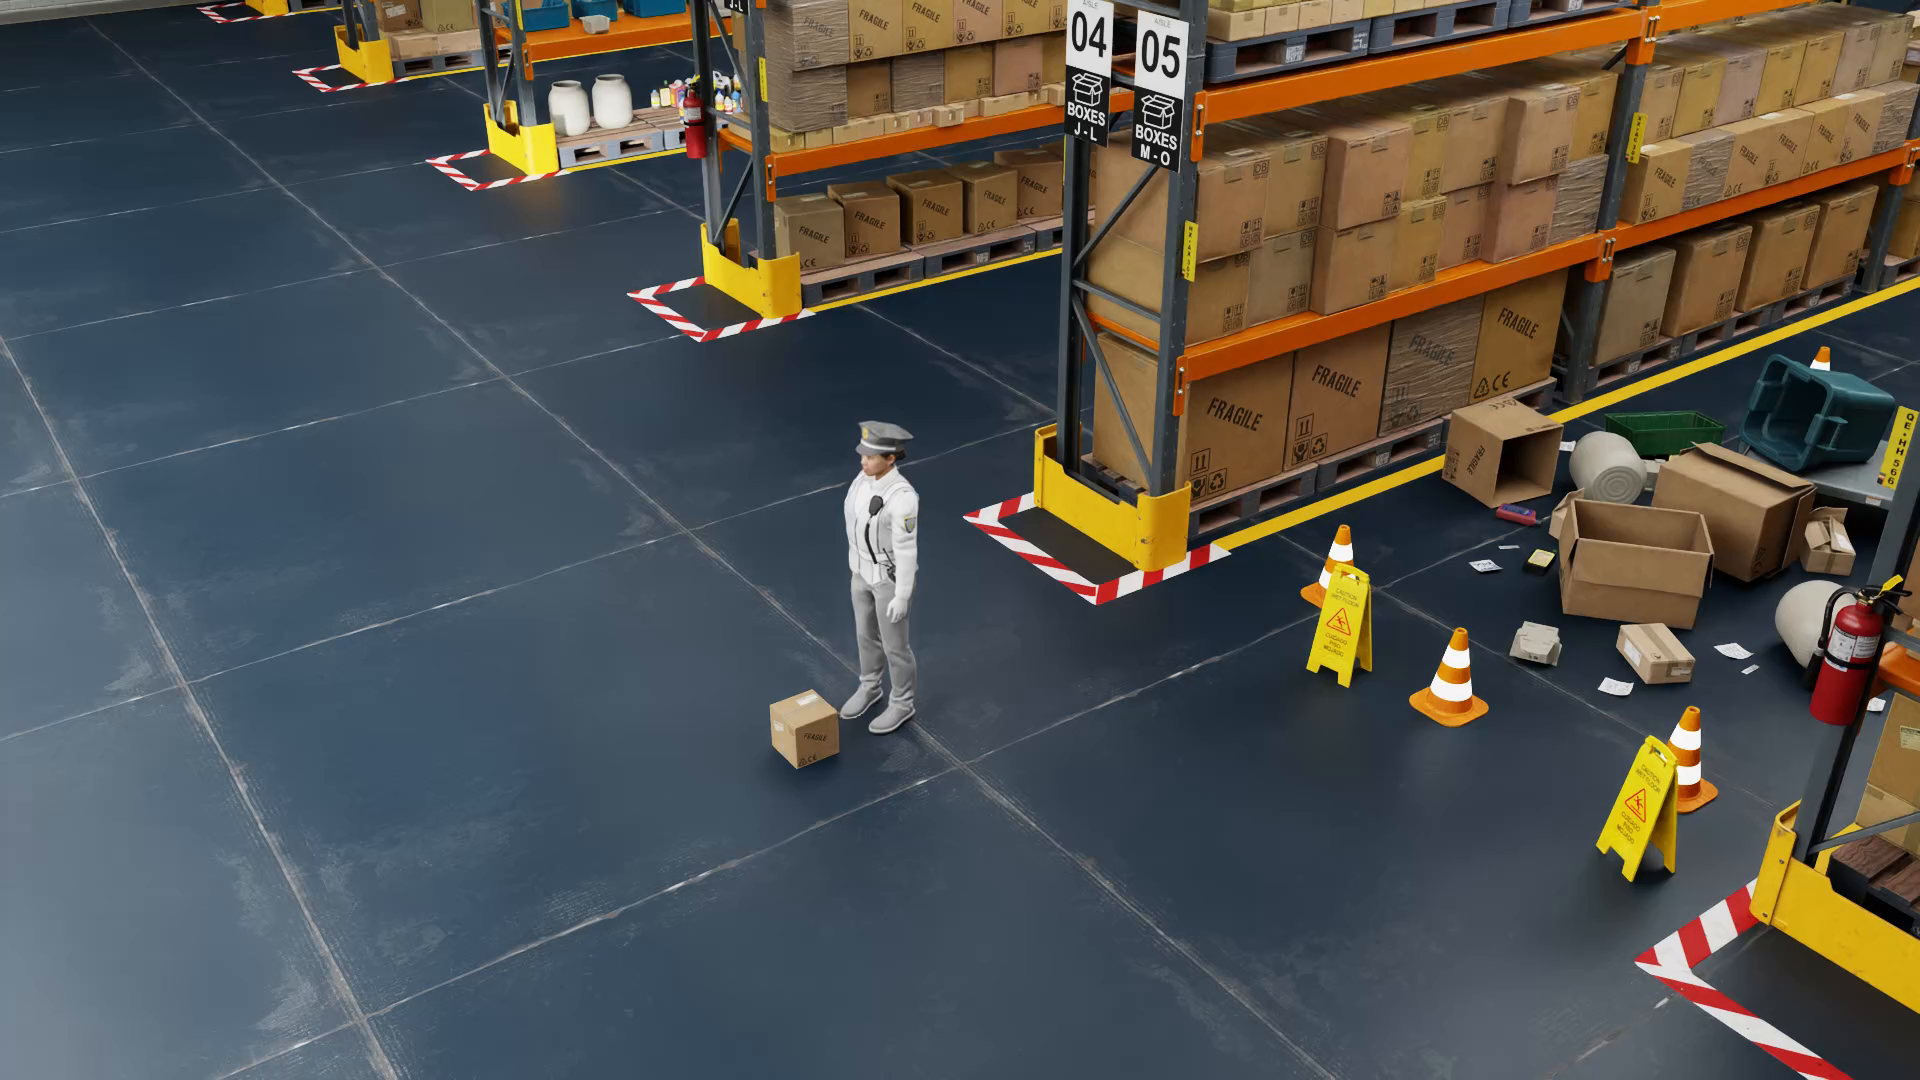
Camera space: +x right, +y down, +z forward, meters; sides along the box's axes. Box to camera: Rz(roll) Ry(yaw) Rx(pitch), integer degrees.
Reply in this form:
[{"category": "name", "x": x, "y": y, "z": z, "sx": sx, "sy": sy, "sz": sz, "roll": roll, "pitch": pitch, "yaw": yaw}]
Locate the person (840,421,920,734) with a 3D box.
[{"category": "person", "x": -0.393, "y": 0.196, "z": 8.248, "sx": 0.352, "sy": 1.699, "sz": 0.496, "roll": -18, "pitch": 34, "yaw": -30}]
